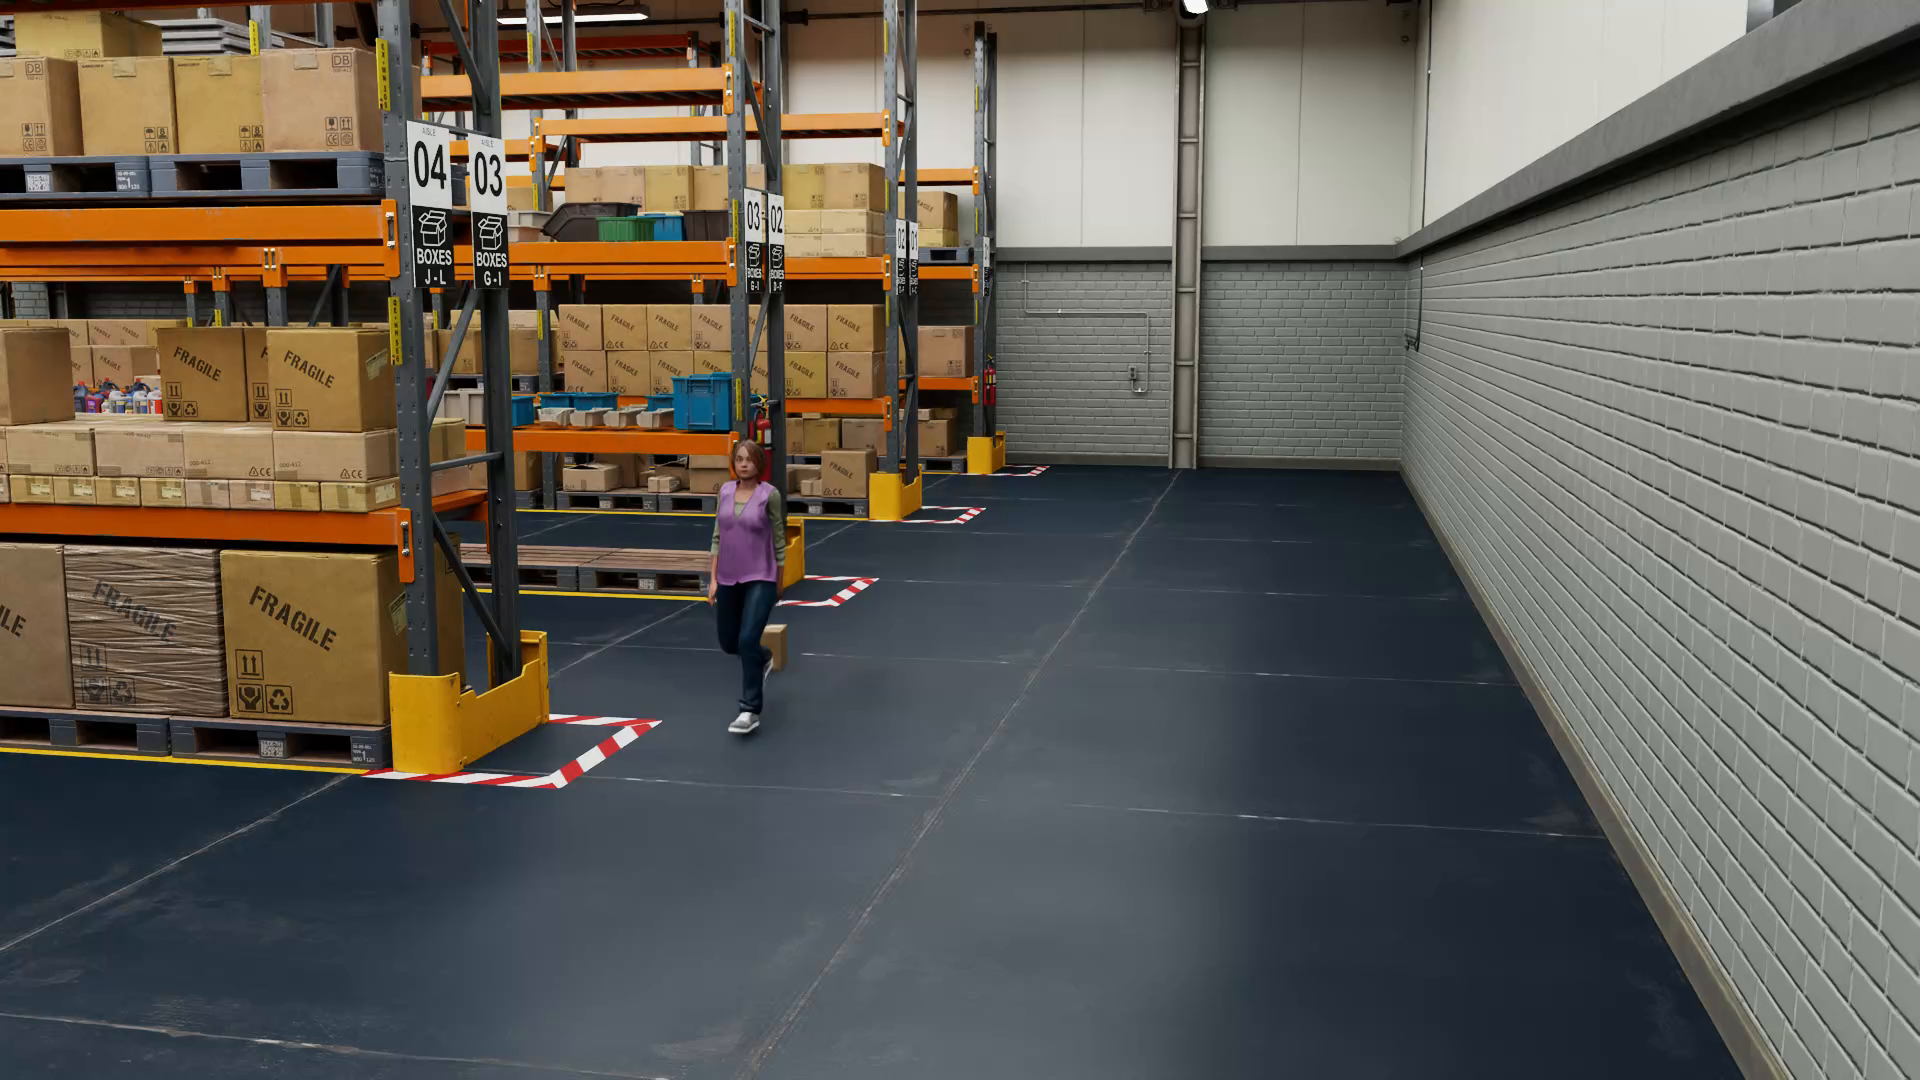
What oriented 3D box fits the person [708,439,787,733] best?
[{"bbox_3d":[-1.152,0.224,9.201,0.393,1.568,0.774,3,9,19],"label":"person"}]
